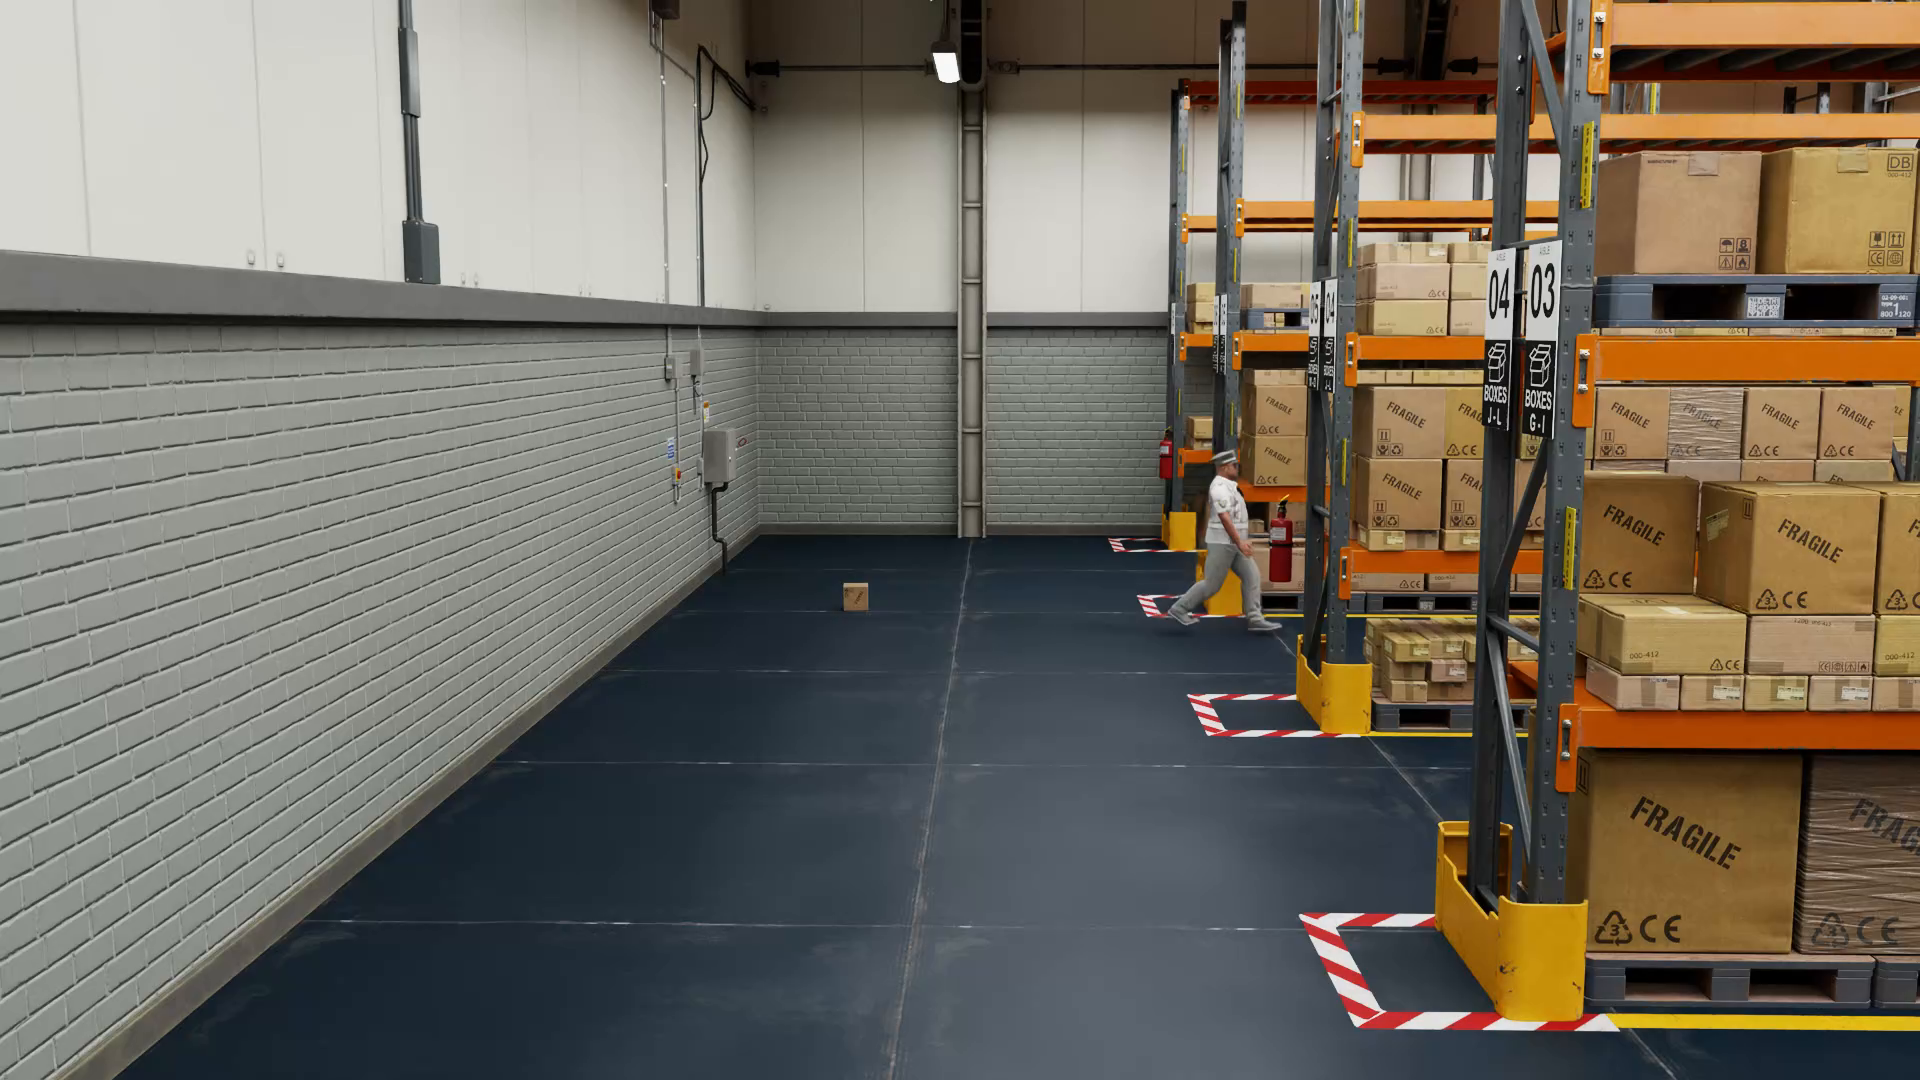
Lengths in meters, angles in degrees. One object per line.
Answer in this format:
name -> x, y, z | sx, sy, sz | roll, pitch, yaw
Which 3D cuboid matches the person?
person -> 2.500, 0.005, 15.610 | 1.049, 1.719, 0.530 | 3, 8, 22
